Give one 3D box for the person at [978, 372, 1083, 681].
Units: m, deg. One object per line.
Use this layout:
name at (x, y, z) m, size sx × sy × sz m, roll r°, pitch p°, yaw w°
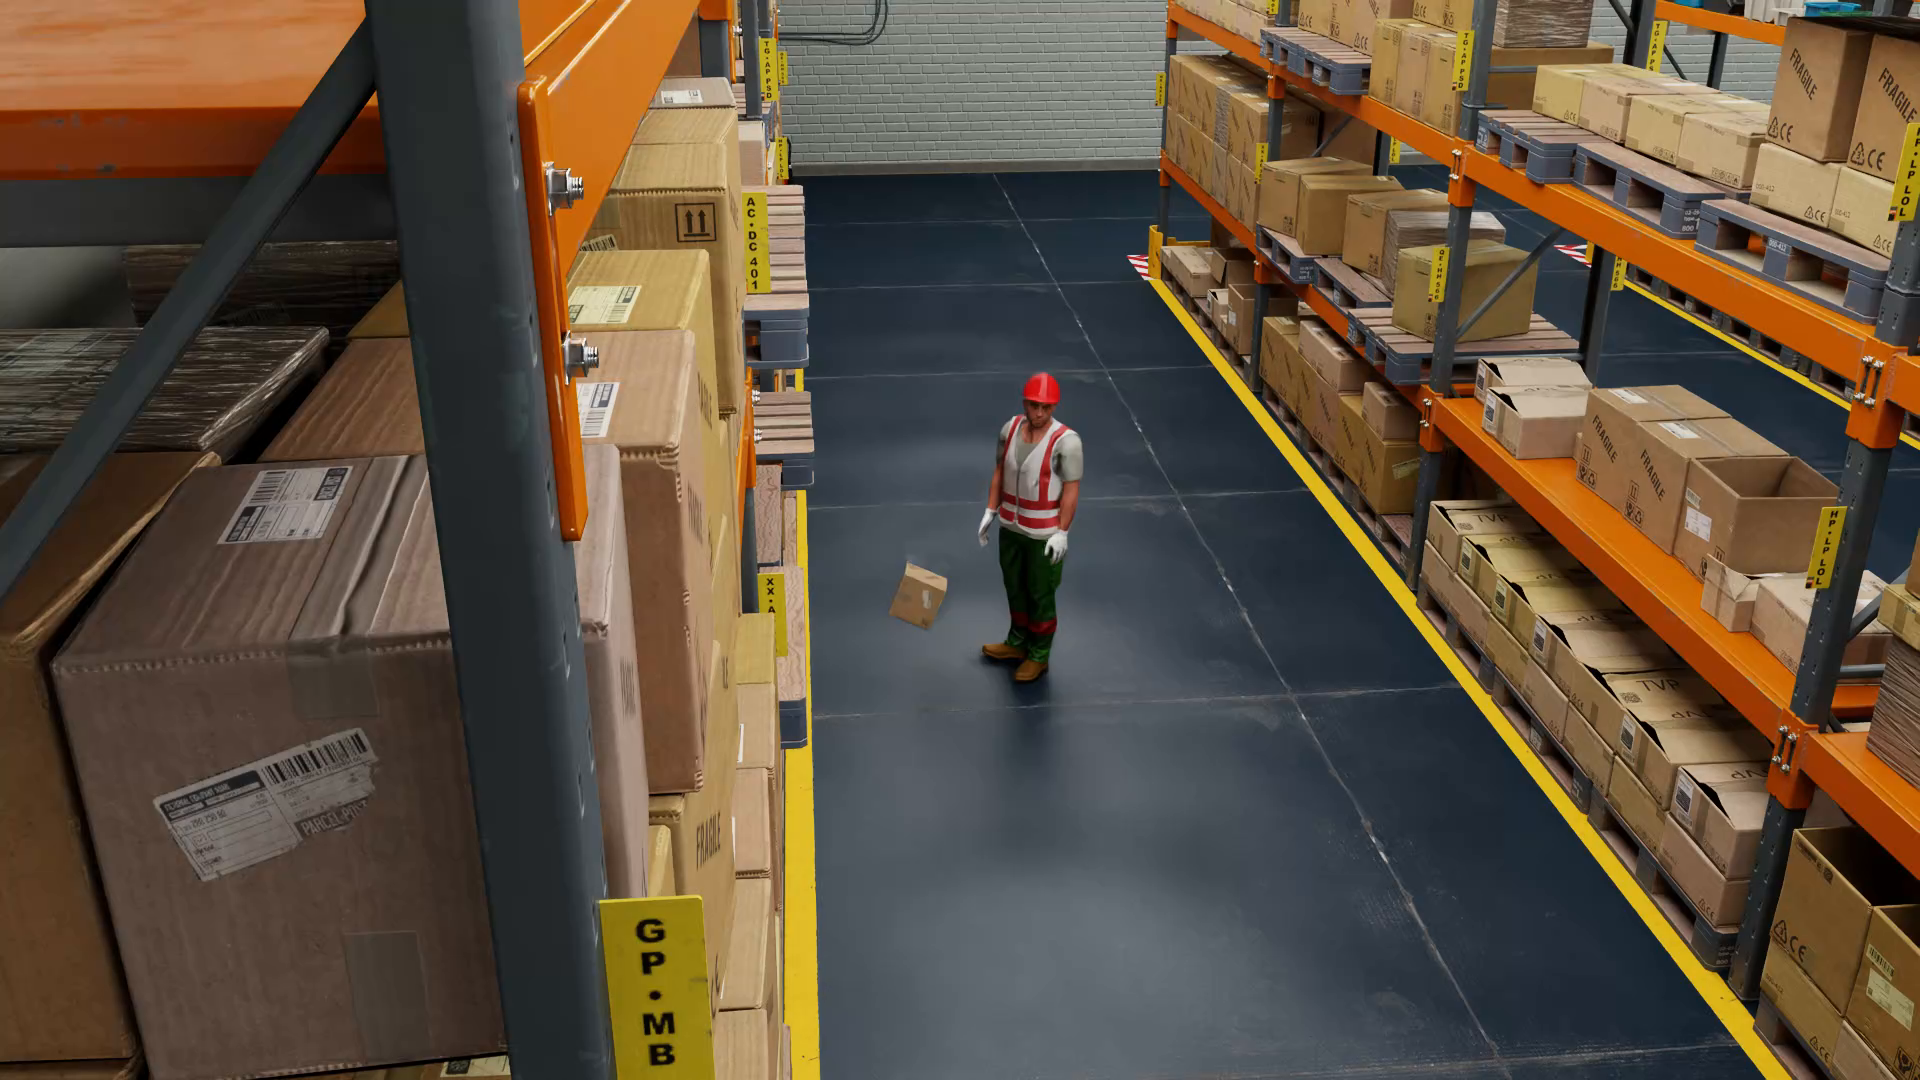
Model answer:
person at (0.353, -0.072, 9.187) m, size 0.631 × 1.791 × 0.383 m, roll 20°, pitch 30°, yaw 38°
